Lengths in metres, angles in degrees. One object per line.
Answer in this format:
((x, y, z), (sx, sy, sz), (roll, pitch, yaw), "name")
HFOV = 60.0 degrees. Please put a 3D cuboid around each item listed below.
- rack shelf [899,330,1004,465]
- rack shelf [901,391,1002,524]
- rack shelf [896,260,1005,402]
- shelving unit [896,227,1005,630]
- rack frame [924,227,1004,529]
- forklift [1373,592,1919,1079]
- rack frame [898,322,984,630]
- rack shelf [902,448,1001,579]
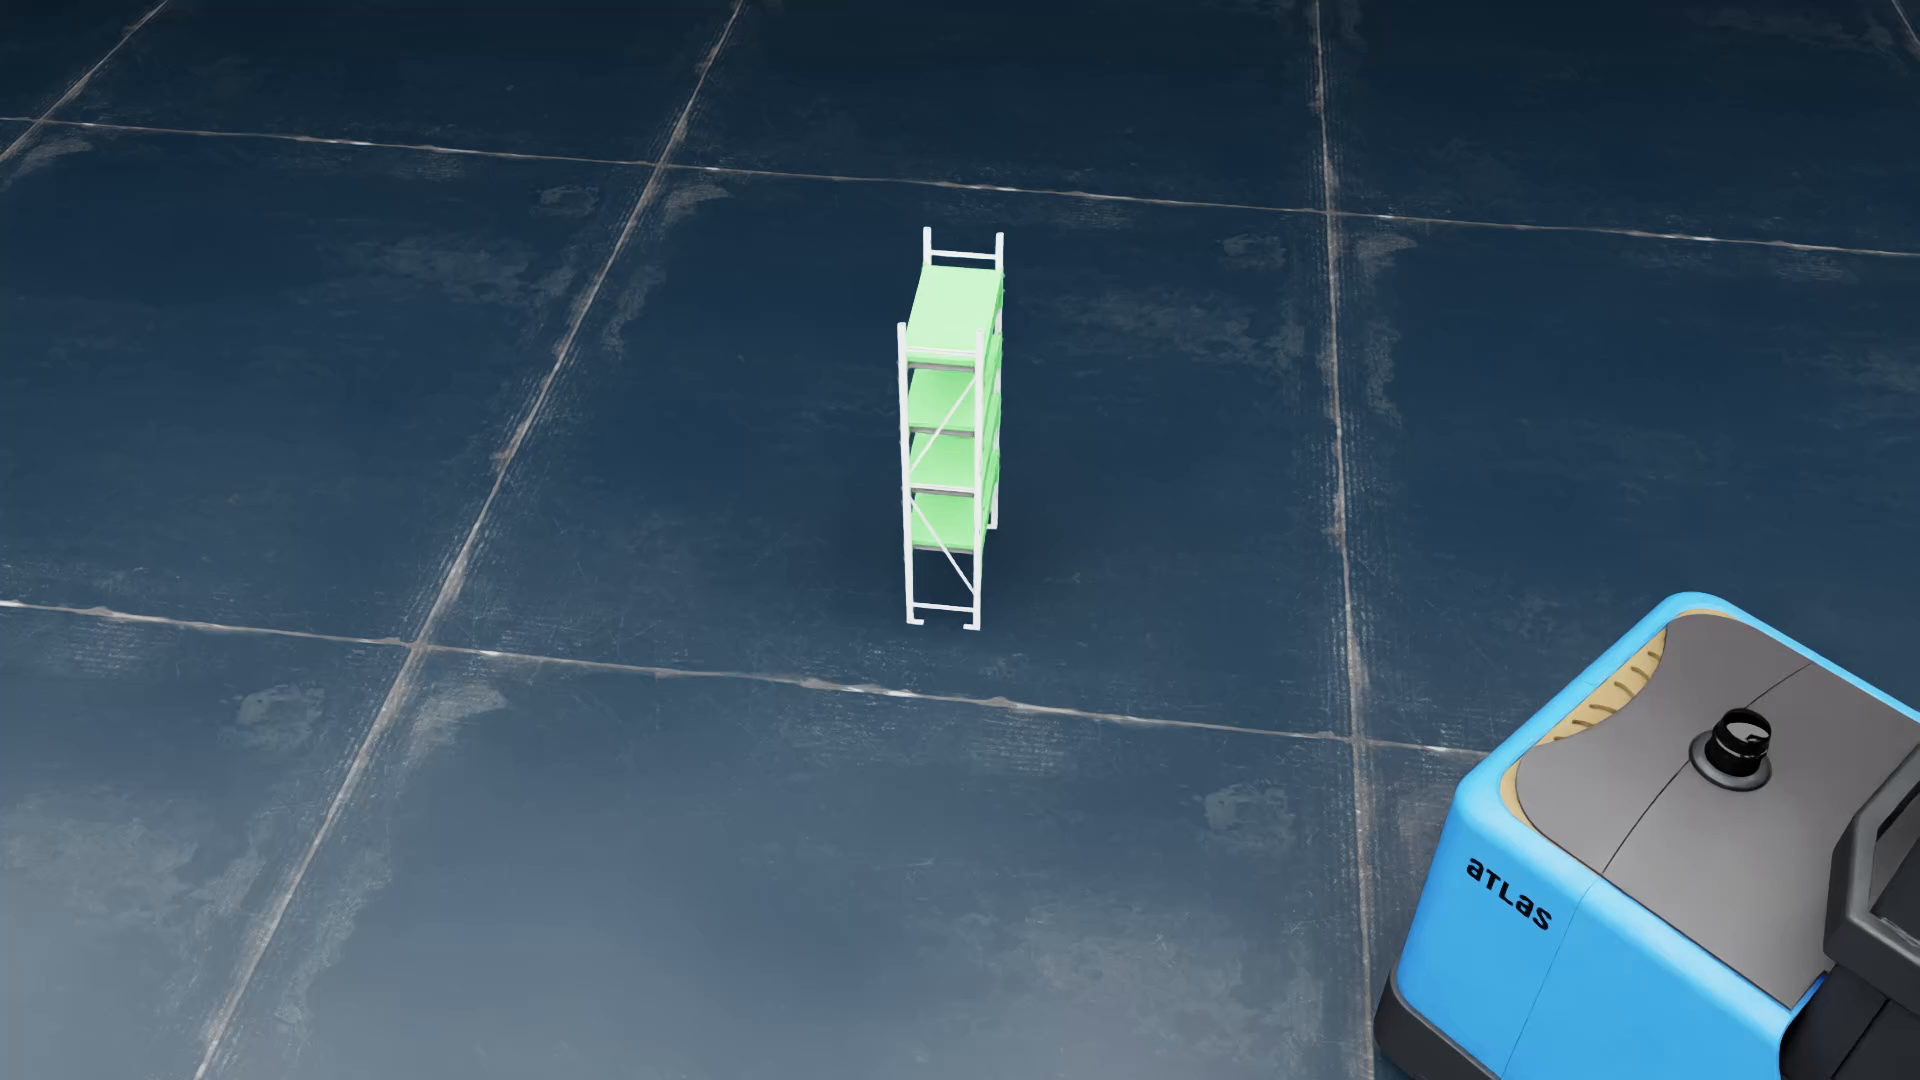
((-0.022, -0.451, 5.097), (0.258, 0.148, 0.480), (5, 44, 6), "rack shelf")
((-0.022, -0.276, 5.262), (0.258, 0.148, 0.480), (5, 44, 6), "rack shelf")
((-0.022, -0.625, 4.932), (0.258, 0.148, 0.480), (5, 44, 6), "rack shelf")
((-0.022, -0.323, 5.218), (0.258, 1.200, 0.503), (5, 44, 6), "shelving unit")
((0.010, -0.489, 5.394), (0.240, 1.200, 0.015), (5, 44, 6), "rack frame")
((2.428, 0.791, 2.782), (1.130, 2.935, 3.031), (-32, 52, -29), "forklift")
((-0.054, -0.157, 5.043), (0.240, 1.200, 0.015), (5, 44, 6), "rack frame")
((-0.022, -0.102, 5.427), (0.258, 0.148, 0.480), (5, 44, 6), "rack shelf")
